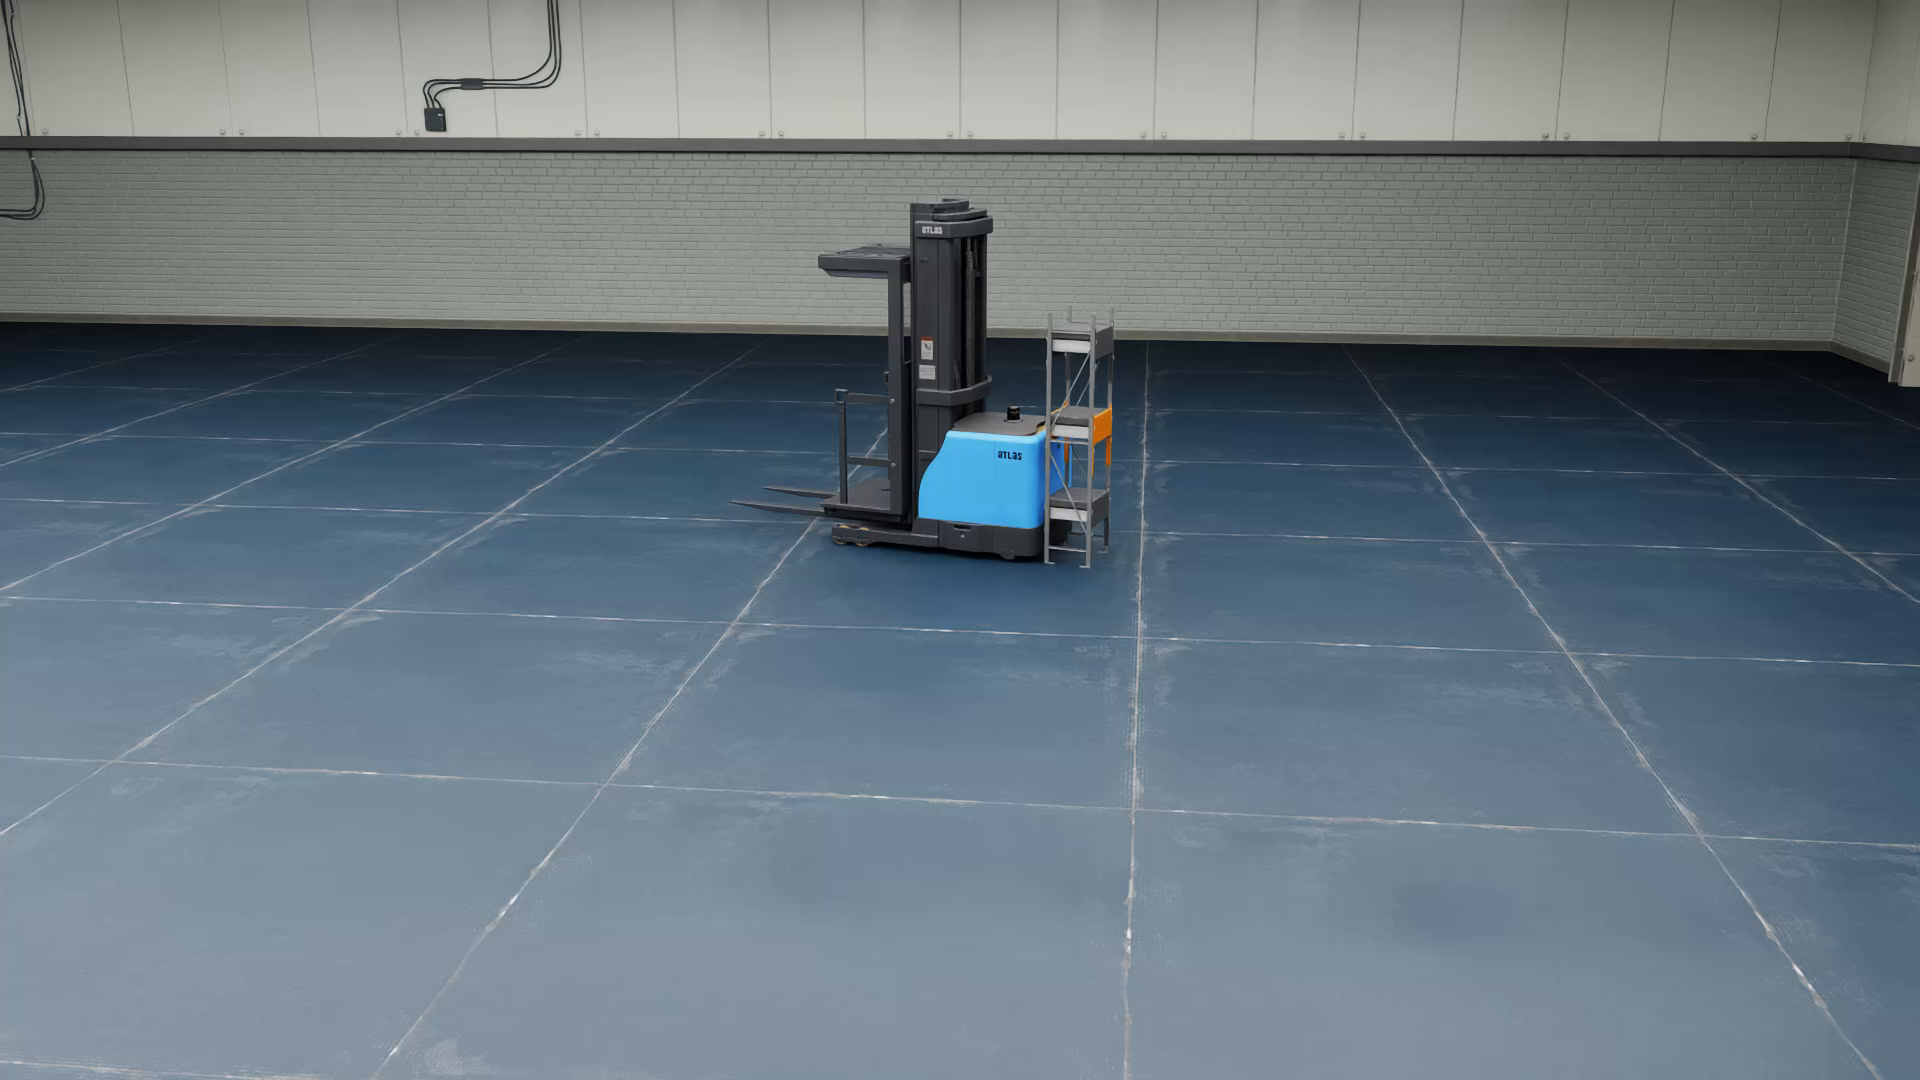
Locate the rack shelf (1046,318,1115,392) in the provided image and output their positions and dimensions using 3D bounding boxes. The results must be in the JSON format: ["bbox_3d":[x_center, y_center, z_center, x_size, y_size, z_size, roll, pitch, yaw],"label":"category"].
[{"bbox_3d":[0.987,-1.520,13.632,0.431,0.518,0.480,6,16,22],"label":"rack shelf"}]

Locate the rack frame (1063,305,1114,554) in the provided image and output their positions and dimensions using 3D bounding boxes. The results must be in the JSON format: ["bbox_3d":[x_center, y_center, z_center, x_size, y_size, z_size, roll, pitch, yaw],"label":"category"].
[{"bbox_3d":[1.081,-0.917,14.029,0.400,2.100,0.015,6,16,22],"label":"rack frame"}]

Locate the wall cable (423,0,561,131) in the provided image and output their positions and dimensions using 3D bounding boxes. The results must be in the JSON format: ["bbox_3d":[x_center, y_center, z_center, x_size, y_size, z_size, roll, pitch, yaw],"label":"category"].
[{"bbox_3d":[-7.453,-9.460,25.893,2.305,6.003,0.169,2,15,6],"label":"wall cable"}]

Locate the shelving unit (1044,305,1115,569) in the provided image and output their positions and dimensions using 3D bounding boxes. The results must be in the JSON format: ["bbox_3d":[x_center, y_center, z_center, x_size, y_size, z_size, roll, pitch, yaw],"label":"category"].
[{"bbox_3d":[0.987,-0.858,13.812,0.431,2.100,0.503,6,16,22],"label":"shelving unit"}]

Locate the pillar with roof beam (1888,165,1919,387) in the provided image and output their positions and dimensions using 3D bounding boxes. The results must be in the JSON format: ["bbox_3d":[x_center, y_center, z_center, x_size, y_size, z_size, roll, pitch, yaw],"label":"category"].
[{"bbox_3d":[8.491,-6.576,21.743,9.100,9.000,0.400,2,15,6],"label":"pillar with roof beam"}]

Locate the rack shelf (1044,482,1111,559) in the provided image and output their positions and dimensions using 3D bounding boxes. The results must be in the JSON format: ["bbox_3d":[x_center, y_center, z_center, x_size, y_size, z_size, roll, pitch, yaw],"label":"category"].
[{"bbox_3d":[0.987,-0.169,13.998,0.431,0.518,0.480,6,16,22],"label":"rack shelf"}]

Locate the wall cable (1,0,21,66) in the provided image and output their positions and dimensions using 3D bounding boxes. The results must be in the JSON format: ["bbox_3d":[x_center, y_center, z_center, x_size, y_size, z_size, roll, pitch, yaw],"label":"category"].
[{"bbox_3d":[-14.196,-8.962,26.838,3.097,2.526,0.112,2,15,6],"label":"wall cable"}]

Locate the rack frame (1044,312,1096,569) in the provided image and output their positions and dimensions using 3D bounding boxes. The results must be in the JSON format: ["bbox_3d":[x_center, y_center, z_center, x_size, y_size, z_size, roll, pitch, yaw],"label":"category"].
[{"bbox_3d":[0.894,-0.799,13.594,0.400,2.100,0.015,6,16,22],"label":"rack frame"}]

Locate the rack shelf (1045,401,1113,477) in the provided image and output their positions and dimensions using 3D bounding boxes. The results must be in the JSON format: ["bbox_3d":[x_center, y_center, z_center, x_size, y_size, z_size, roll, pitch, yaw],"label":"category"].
[{"bbox_3d":[0.987,-0.845,13.815,0.431,0.518,0.480,6,16,22],"label":"rack shelf"}]

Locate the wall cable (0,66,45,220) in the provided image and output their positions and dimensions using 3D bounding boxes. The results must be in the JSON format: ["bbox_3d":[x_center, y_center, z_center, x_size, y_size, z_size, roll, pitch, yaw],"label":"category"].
[{"bbox_3d":[-16.884,-6.603,27.792,3.097,2.526,0.112,2,15,6],"label":"wall cable"}]

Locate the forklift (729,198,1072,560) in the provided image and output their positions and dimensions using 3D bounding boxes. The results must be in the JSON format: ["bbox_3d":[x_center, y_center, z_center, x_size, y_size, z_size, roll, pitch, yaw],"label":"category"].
[{"bbox_3d":[-0.575,-1.477,14.510,3.031,2.935,1.130,6,16,22],"label":"forklift"}]
